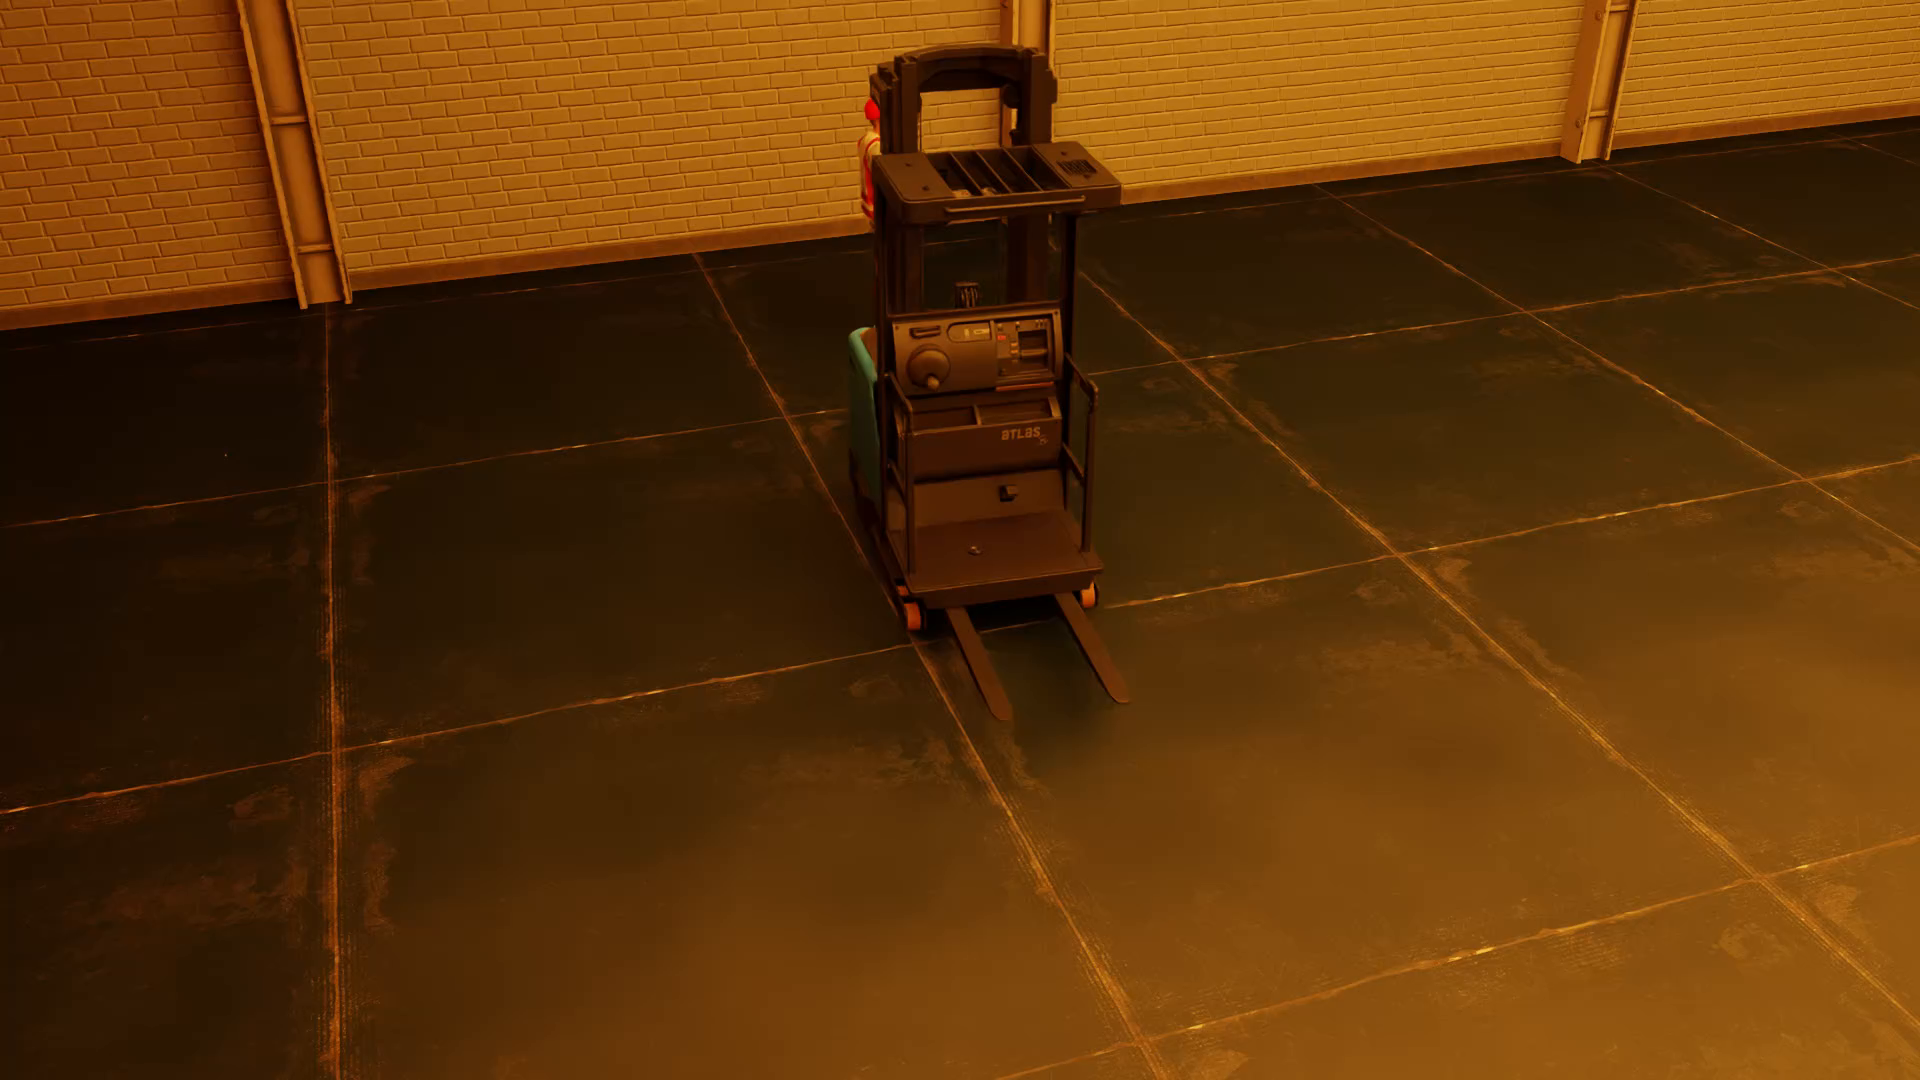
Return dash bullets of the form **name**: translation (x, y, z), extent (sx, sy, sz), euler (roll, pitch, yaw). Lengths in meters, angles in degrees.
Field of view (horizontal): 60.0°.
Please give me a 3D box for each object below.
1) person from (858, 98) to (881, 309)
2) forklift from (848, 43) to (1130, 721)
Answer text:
- **person**: translation (-0.461, -2.425, 12.444), extent (0.550, 1.794, 0.687), euler (-10, 31, -16)
- **forklift**: translation (0.152, -0.975, 8.782), extent (1.130, 2.935, 3.031), euler (-7, 31, -12)
